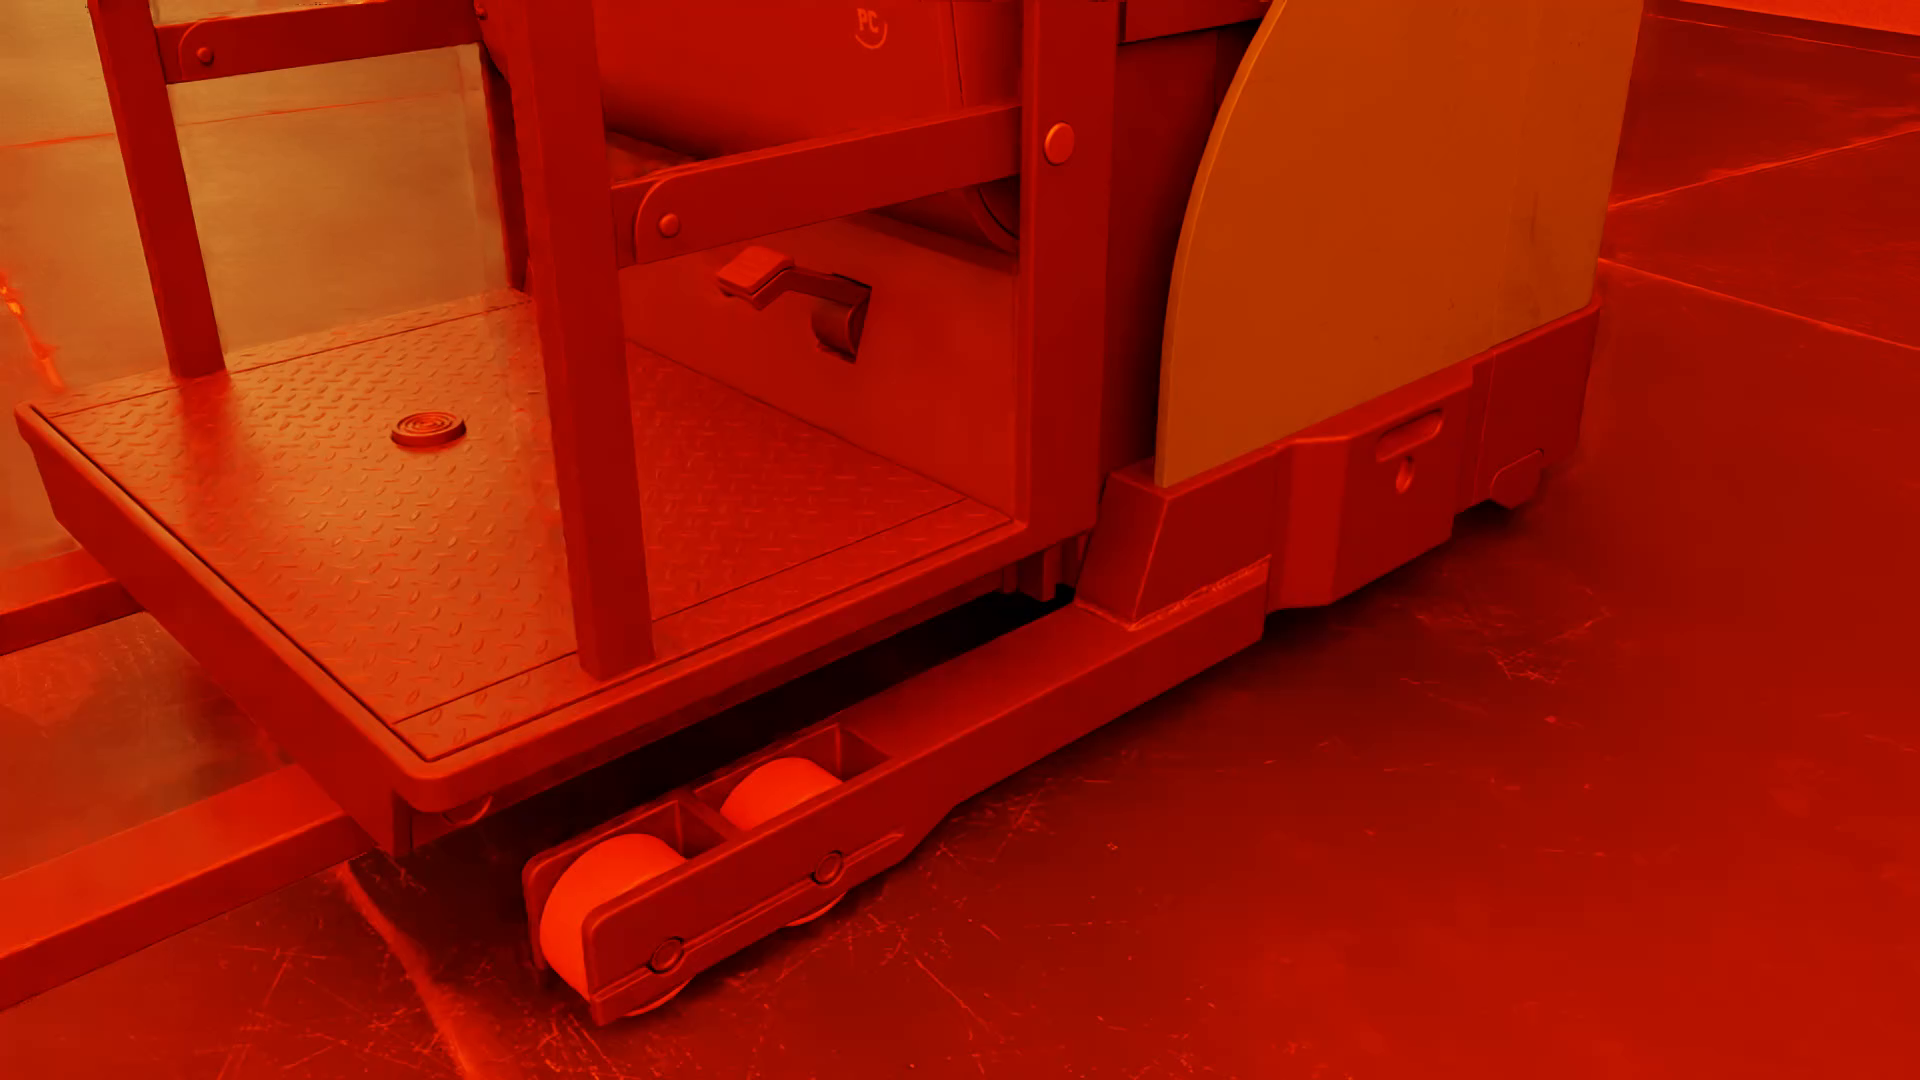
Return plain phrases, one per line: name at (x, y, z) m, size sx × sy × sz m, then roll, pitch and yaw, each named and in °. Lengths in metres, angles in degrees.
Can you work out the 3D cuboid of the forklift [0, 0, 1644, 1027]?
forklift at (-0.444, -1.121, 1.465) m, size 3.031 × 2.935 × 1.130 m, roll -22°, pitch 34°, yaw -37°
